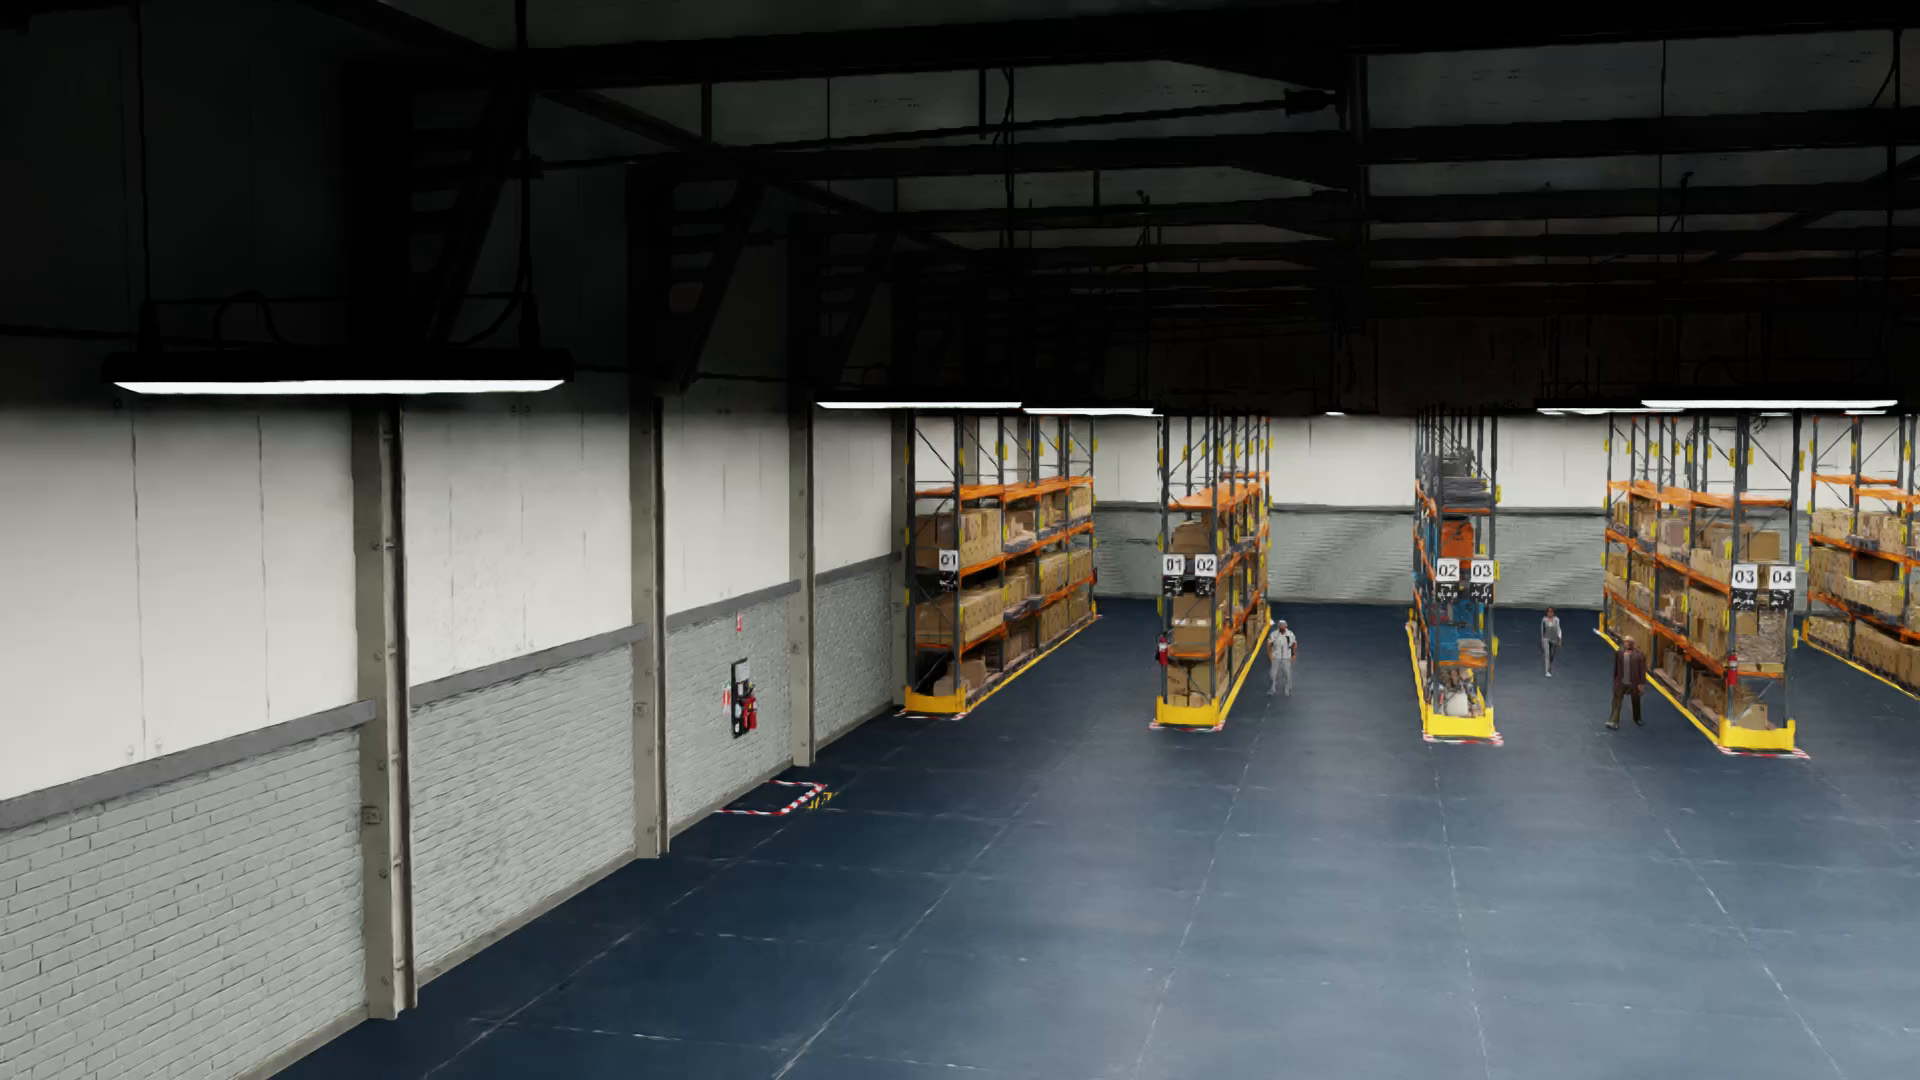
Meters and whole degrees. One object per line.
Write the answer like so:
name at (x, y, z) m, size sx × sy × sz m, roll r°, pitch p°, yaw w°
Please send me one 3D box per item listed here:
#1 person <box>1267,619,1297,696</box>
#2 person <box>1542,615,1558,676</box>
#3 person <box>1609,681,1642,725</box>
person at (6.650, 2.424, 34.380) m, size 0.625 × 1.611 × 0.575 m, roll 1°, pitch 4°, yaw 12°
person at (13.198, 2.343, 37.223) m, size 0.348 × 1.323 × 0.948 m, roll 1°, pitch 4°, yaw 13°
person at (12.388, 2.925, 30.866) m, size 0.435 × 0.979 × 0.842 m, roll 3°, pitch 5°, yaw 37°
